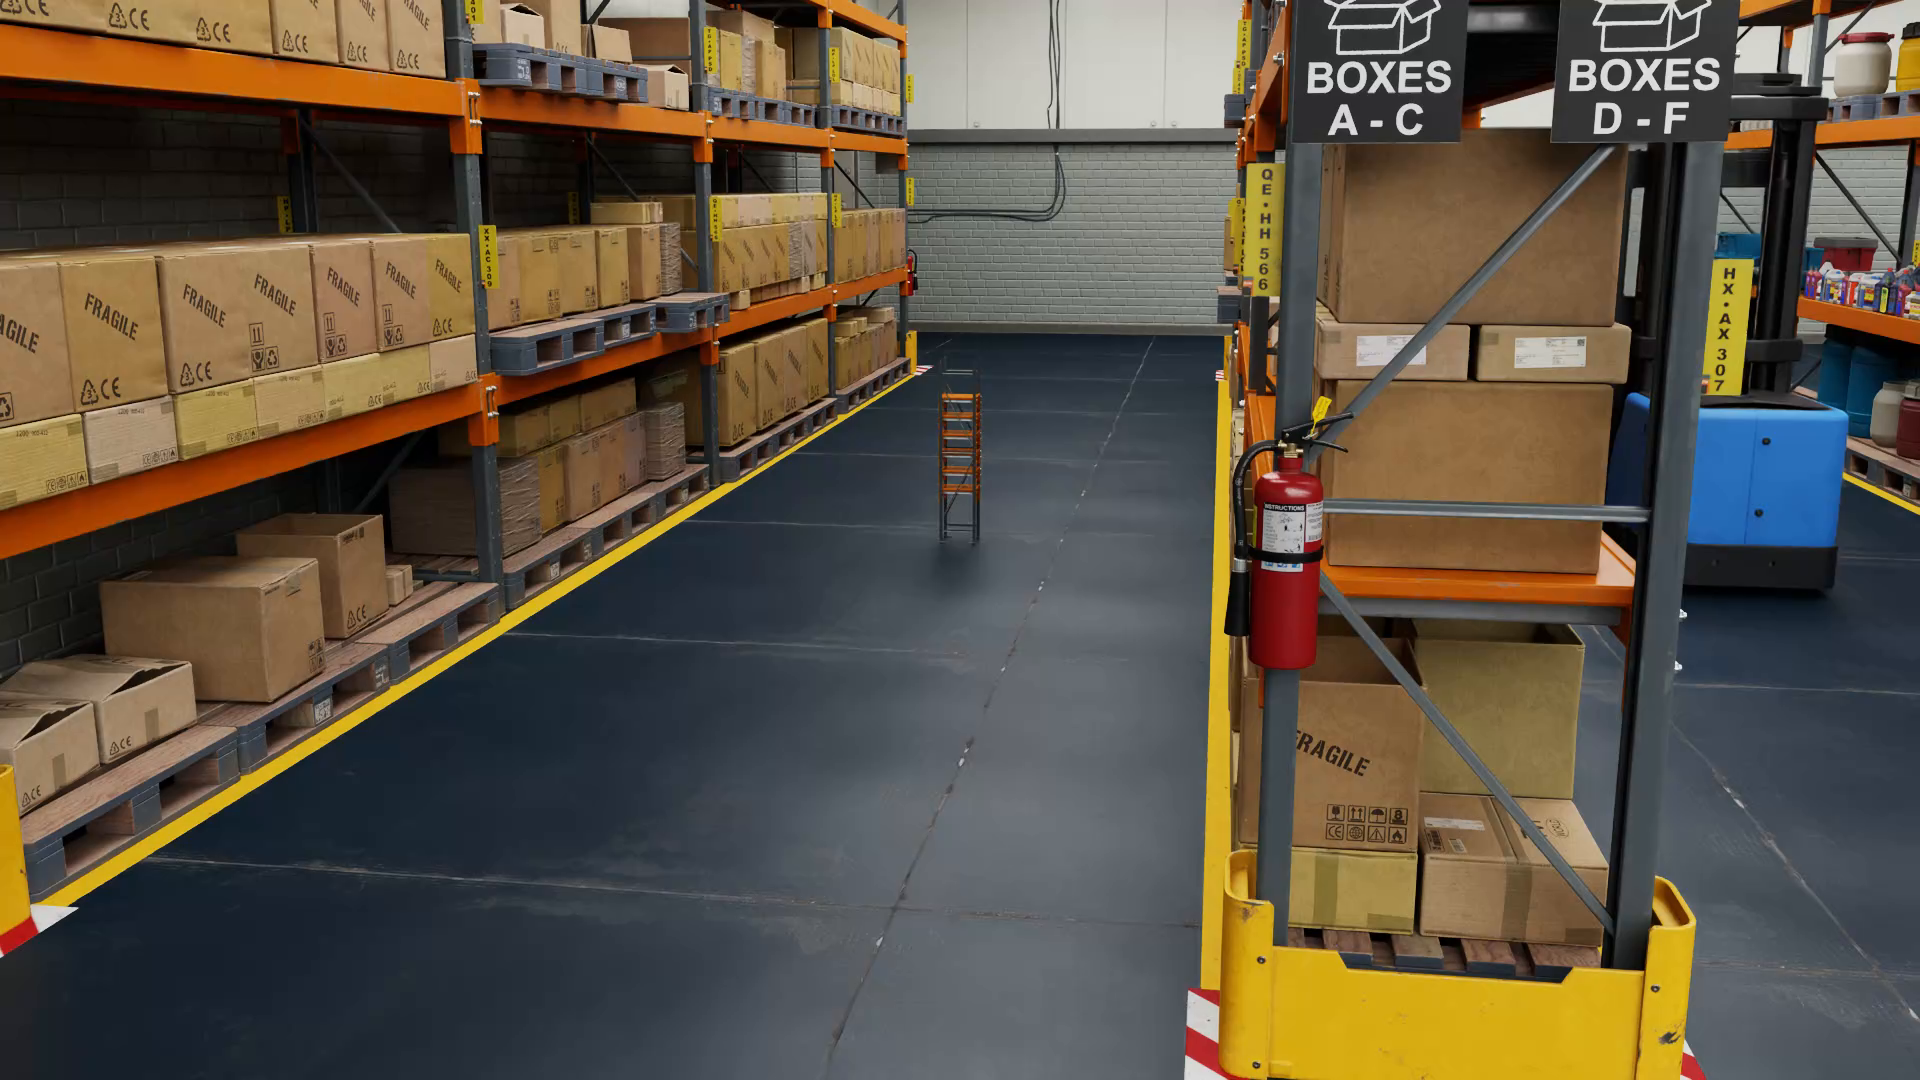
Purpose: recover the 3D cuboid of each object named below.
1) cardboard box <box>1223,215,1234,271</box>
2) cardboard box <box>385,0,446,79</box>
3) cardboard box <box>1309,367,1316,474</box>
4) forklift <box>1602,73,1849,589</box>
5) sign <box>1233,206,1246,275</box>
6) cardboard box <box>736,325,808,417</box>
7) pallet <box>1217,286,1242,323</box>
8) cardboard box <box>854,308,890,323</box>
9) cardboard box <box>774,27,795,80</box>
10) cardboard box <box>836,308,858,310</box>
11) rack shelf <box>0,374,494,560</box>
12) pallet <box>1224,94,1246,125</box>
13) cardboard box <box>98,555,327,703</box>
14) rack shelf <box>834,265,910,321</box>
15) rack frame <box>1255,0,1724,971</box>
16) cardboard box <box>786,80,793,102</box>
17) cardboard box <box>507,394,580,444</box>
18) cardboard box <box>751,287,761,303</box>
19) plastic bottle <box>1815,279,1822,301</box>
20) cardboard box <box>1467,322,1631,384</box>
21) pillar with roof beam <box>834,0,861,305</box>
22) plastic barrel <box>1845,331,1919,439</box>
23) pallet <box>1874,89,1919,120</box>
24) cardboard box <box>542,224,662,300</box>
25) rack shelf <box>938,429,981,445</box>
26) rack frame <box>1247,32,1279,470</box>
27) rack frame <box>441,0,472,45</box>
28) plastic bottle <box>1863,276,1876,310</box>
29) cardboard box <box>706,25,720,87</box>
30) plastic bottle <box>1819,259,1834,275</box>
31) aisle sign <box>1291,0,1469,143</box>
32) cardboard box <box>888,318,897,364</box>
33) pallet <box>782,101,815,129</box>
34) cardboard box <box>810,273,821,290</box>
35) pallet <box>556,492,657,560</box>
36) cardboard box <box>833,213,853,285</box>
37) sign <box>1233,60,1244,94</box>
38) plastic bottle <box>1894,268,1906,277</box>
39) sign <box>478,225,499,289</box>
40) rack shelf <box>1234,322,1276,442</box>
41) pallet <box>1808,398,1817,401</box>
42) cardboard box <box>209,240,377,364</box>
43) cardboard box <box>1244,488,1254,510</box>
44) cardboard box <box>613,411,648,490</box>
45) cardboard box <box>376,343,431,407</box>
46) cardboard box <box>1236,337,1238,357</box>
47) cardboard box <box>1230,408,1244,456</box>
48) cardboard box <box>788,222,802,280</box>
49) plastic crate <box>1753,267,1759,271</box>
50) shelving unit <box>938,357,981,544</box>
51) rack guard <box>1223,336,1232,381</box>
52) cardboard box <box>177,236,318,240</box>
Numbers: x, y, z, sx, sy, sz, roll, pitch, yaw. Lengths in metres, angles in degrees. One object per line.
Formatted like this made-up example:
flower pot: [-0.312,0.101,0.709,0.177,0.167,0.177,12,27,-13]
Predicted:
cardboard box: [2.846,-2.729,15.304,0.700,0.500,0.500,-2,12,-10]
cardboard box: [-2.820,-2.472,7.940,0.500,0.500,0.500,2,12,10]
cardboard box: [1.537,-0.427,5.617,0.700,0.500,0.500,2,12,9]
forklift: [4.634,-1.412,10.589,1.130,2.935,3.031,2,12,8]
sign: [1.372,-1.444,8.014,0.100,0.325,0.005,2,12,9]
cardboard box: [-1.861,-1.556,15.199,0.750,0.750,0.750,2,12,10]
pallet: [2.560,-1.783,12.604,1.213,0.211,1.003,2,12,9]
cardboard box: [-1.027,-2.625,19.448,0.380,0.149,0.250,2,12,10]
cardboard box: [-1.879,-4.893,16.799,0.500,0.500,0.500,2,12,8]
cardboard box: [-1.405,-2.637,19.508,0.380,0.149,0.250,2,12,9]
rack shelf: [-3.293,-0.293,6.940,1.077,0.370,4.000,2,12,9]
pallet: [2.814,-3.592,13.865,1.213,0.211,1.003,2,12,9]
cardboard box: [-3.156,0.368,7.056,0.700,0.500,0.500,1,12,5]
rack shelf: [-1.448,-2.791,18.531,1.077,0.370,4.000,2,12,9]
rack frame: [1.294,-0.069,4.191,1.000,3.000,0.127,2,12,9]
cardboard box: [-1.882,-4.523,16.865,0.500,0.250,0.500,2,12,9]
cardboard box: [-2.748,-0.775,10.577,0.500,0.250,0.500,2,12,7]
cardboard box: [-1.921,-2.110,14.214,0.380,0.149,0.250,2,12,10]
plastic bottle: [7.536,-2.193,14.522,0.097,0.201,0.097,0,12,0]
cardboard box: [1.567,-0.509,4.459,0.380,0.149,0.250,2,12,8]
pillar with roof beam: [2.674,-6.942,21.846,9.100,9.000,0.400,2,12,9]
plastic barrel: [7.824,-1.325,14.004,0.600,0.901,0.708,2,12,9]
pallet: [7.838,-3.377,12.870,1.003,0.211,1.213,2,12,9]
cardboard box: [-2.492,-1.942,11.604,0.700,0.500,0.500,1,12,3]
rack shelf: [-0.002,-0.657,10.837,0.258,0.103,0.180,2,12,9]
rack frame: [1.909,-0.901,8.055,1.000,3.000,0.127,2,12,9]
rack frame: [-2.986,-3.994,8.164,1.000,3.000,0.127,2,12,9]
plastic bottle: [7.363,-1.994,13.432,0.097,0.271,0.097,0,12,0]
cardboard box: [-2.323,-3.839,13.284,0.700,0.500,0.500,1,12,6]
plastic bottle: [7.653,-2.310,14.709,0.144,0.351,0.185,2,12,9]
aisle sign: [0.994,-1.335,3.898,0.394,0.787,0.004,2,12,9]
cardboard box: [-1.149,-2.393,19.915,0.700,0.500,0.500,2,12,9]
pallet: [-1.848,-3.907,15.335,0.805,0.209,1.217,1,12,6]
cardboard box: [-1.543,-2.480,15.932,0.380,0.149,0.250,2,12,10]
pallet: [-2.682,-0.115,11.024,1.003,0.211,1.213,2,12,9]
cardboard box: [-1.656,-2.985,17.014,0.980,0.700,0.700,2,12,10]
sign: [2.602,-4.302,15.486,0.100,0.325,0.005,2,12,9]
plastic bottle: [8.292,-2.252,14.618,0.152,0.276,0.135,2,12,9]
sign: [-2.449,-1.468,8.631,0.100,0.325,0.005,2,12,9]
rack shelf: [2.217,-0.966,10.063,1.077,0.370,4.000,2,12,9]
pallet: [8.108,-1.196,16.044,1.003,0.211,1.213,2,12,9]
cardboard box: [-2.912,-1.047,7.260,0.500,0.500,0.500,2,12,7]
cardboard box: [1.460,0.062,7.336,0.500,0.500,0.500,2,12,9]
cardboard box: [-2.624,-0.632,11.693,0.700,0.500,0.500,2,12,9]
cardboard box: [-2.844,-0.786,7.827,0.500,0.250,0.500,2,12,9]
cardboard box: [2.671,-1.625,14.524,0.500,0.250,0.500,2,12,9]
cardboard box: [2.154,-0.770,11.643,0.500,0.311,0.500,2,12,11]
cardboard box: [-1.732,-2.615,15.018,0.500,0.500,0.500,2,12,9]
plastic crate: [8.004,-2.678,16.783,0.293,0.136,0.466,2,12,9]
shelving unit: [-0.002,-0.584,10.853,0.258,1.200,0.189,2,12,9]
rack guard: [3.743,-2.161,19.836,1.175,0.500,0.348,2,12,9]
cardboard box: [-3.348,-1.165,7.809,0.500,0.500,0.500,2,12,8]
